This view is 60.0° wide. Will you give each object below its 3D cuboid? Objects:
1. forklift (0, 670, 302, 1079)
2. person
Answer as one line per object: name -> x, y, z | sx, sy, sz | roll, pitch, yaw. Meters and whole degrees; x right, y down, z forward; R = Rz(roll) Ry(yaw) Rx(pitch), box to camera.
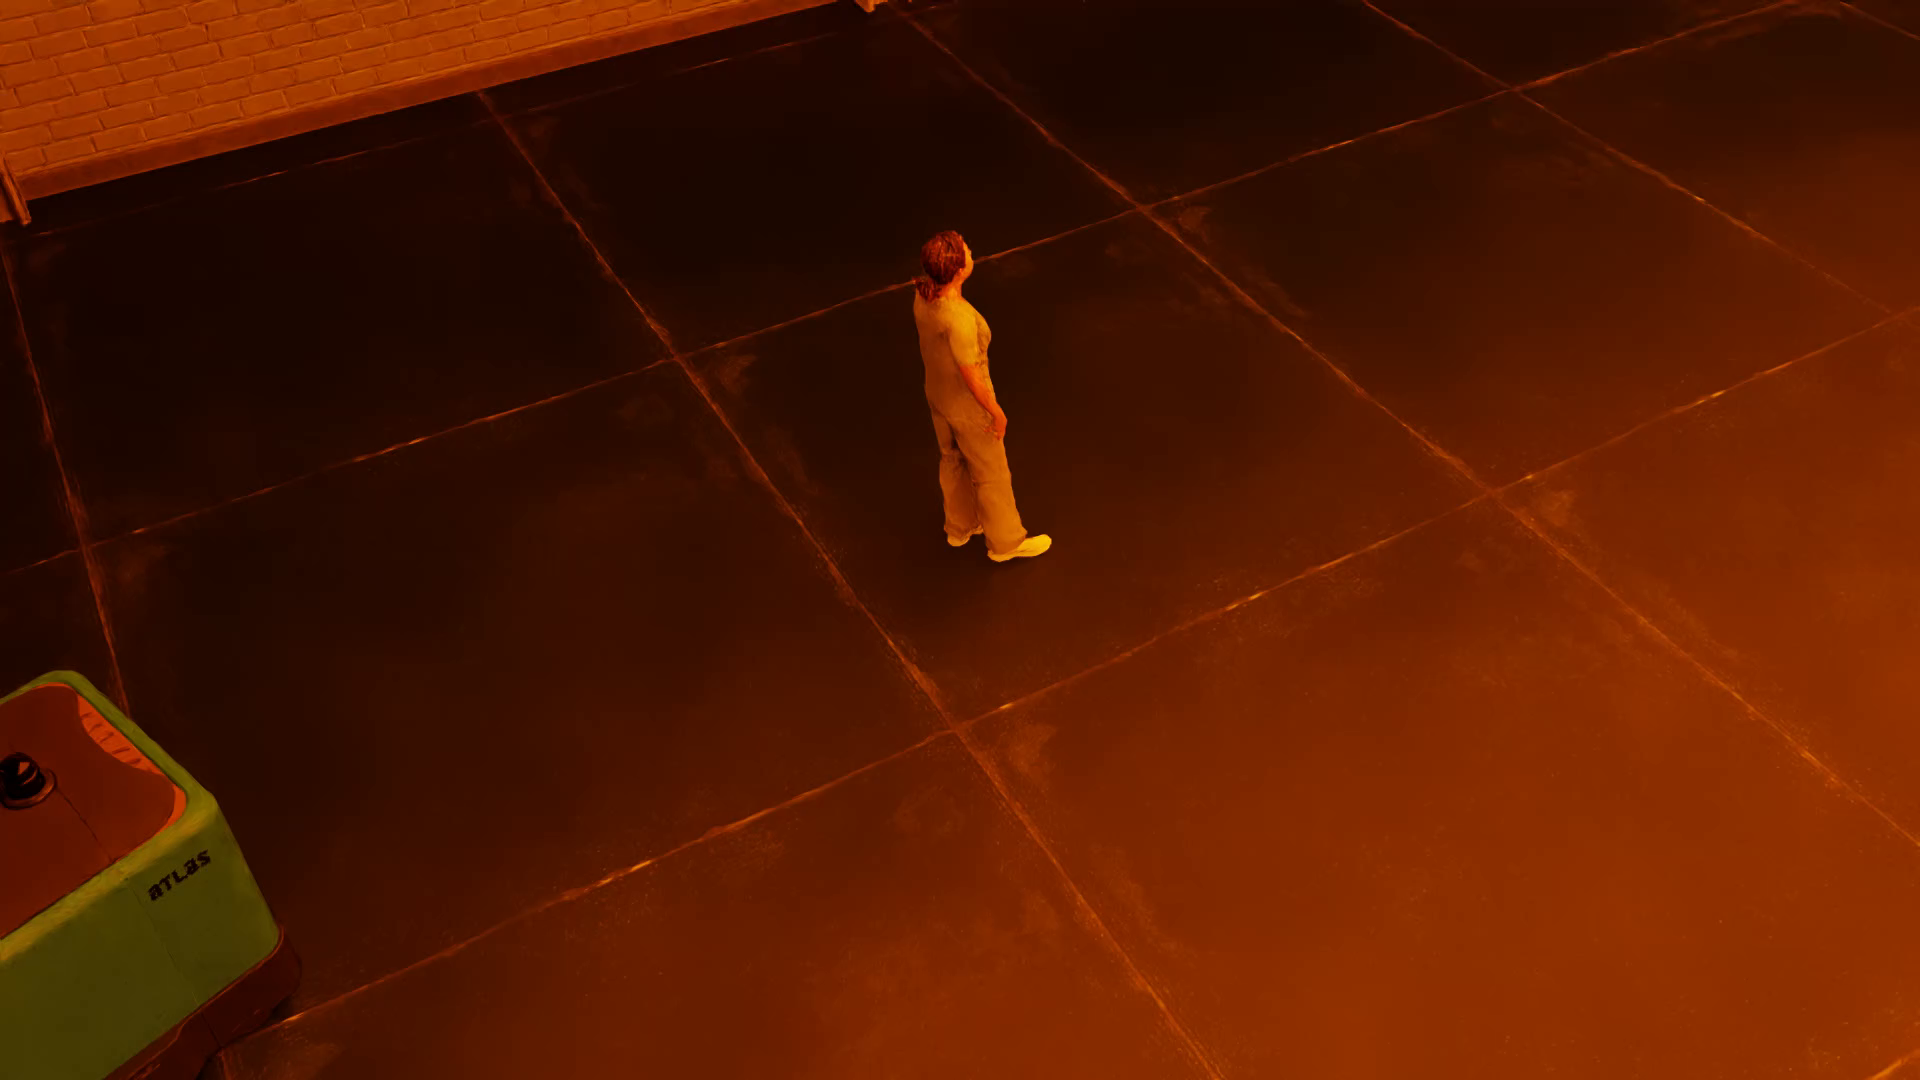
forklift -> -3.725, 1.117, 4.493 | 1.130, 2.935, 3.031 | 30, 50, 28
person -> 0.071, -0.633, 7.301 | 0.548, 1.663, 0.550 | -21, 47, -21
